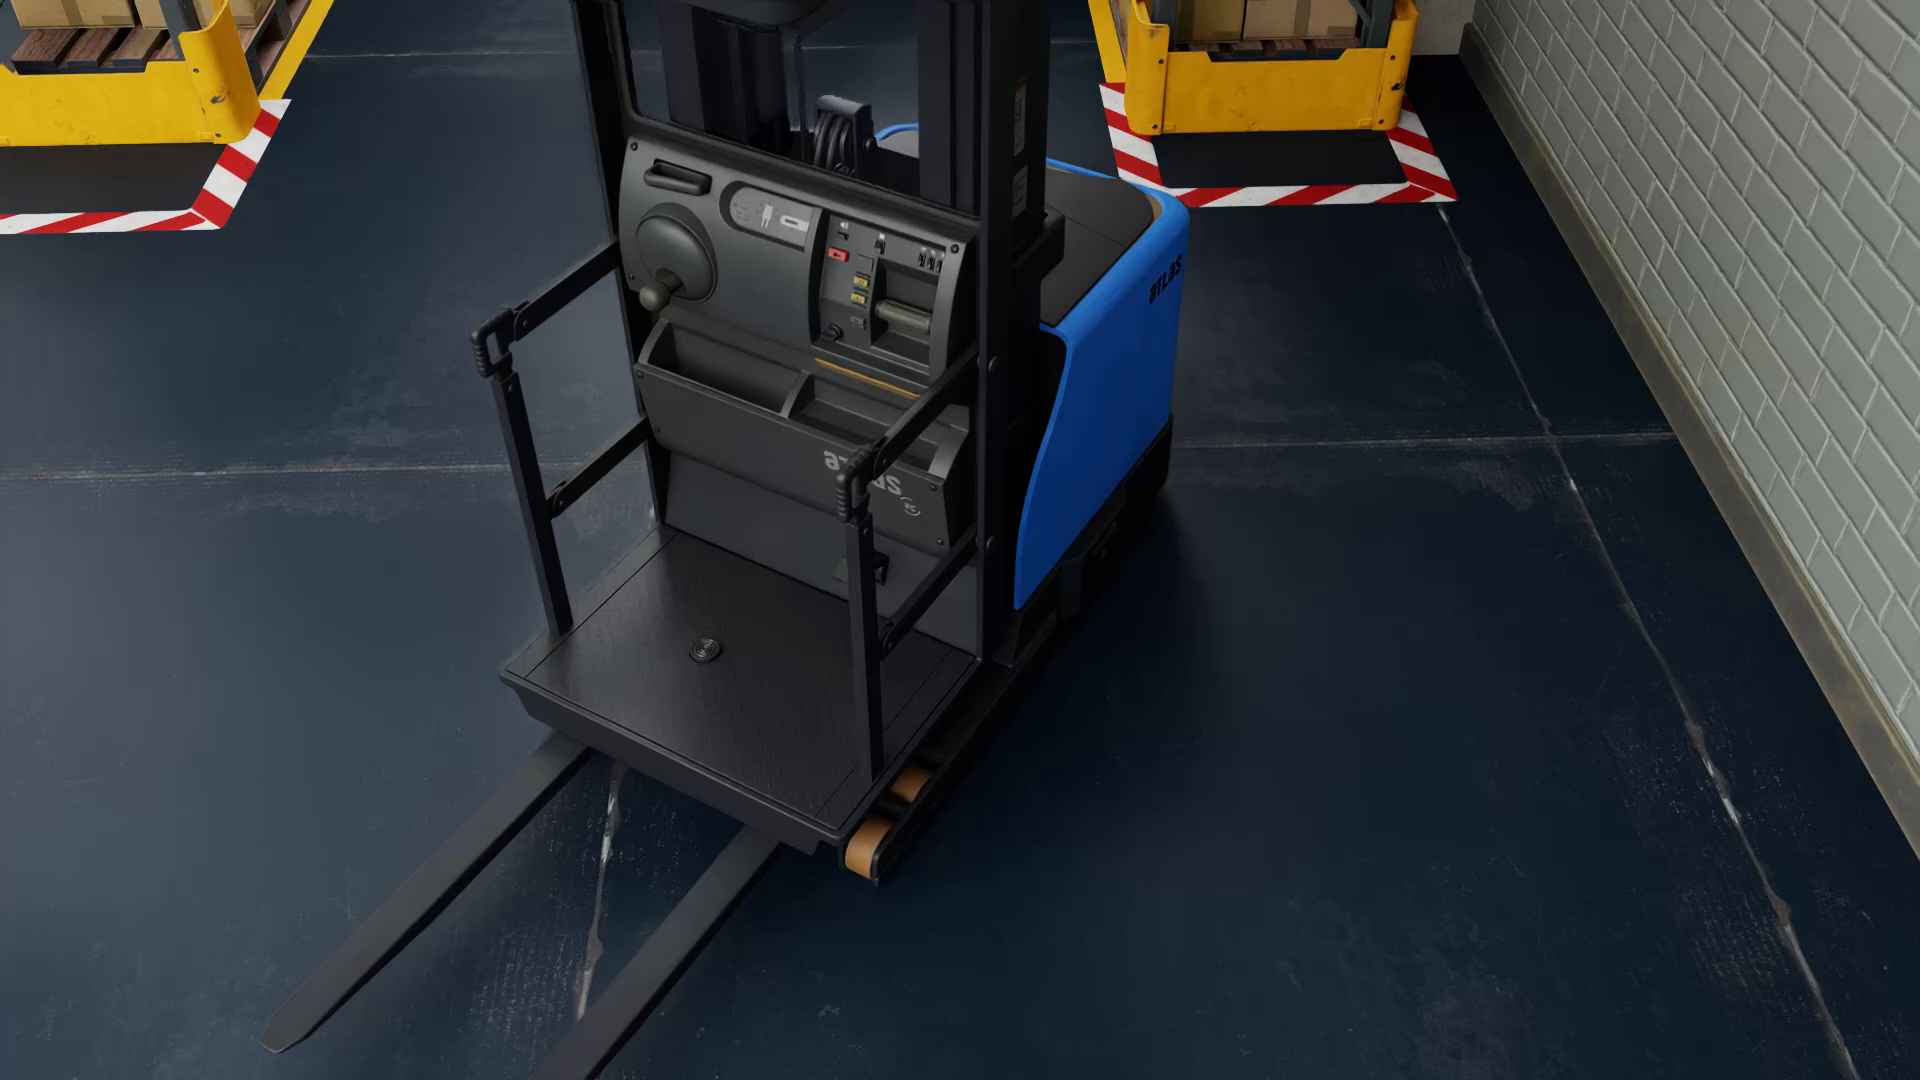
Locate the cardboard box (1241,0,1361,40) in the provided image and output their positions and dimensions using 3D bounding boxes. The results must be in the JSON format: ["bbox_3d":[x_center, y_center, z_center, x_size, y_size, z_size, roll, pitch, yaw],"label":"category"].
[{"bbox_3d":[1.487,-2.471,7.450,0.500,0.250,0.500,-1,43,-2],"label":"cardboard box"}]

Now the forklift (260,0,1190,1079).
[{"bbox_3d":[-0.509,-0.567,3.699,1.130,2.935,3.031,22,47,22],"label":"forklift"}]

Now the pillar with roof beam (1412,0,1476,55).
[{"bbox_3d":[-2.117,-5.577,4.674,9.100,9.000,0.400,-2,43,-2],"label":"pillar with roof beam"}]

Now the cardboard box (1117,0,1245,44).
[{"bbox_3d":[0.977,-2.442,7.419,0.500,0.250,0.500,-1,43,-1],"label":"cardboard box"}]

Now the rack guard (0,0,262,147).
[{"bbox_3d":[-3.649,-1.978,7.038,1.175,0.500,0.348,-2,43,-2],"label":"rack guard"}]

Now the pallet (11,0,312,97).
[{"bbox_3d":[-3.649,-2.421,7.735,1.003,0.211,1.213,-2,43,-2],"label":"pallet"}]

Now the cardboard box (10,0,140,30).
[{"bbox_3d":[-3.950,-2.543,7.529,0.500,0.250,0.500,-2,43,-2],"label":"cardboard box"}]

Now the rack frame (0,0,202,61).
[{"bbox_3d":[-3.646,-2.848,6.137,1.000,3.000,0.127,-2,43,-2],"label":"rack frame"}]

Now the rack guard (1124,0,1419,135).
[{"bbox_3d":[1.314,-2.055,7.122,1.175,0.500,0.348,-2,43,-2],"label":"rack guard"}]

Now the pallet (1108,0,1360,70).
[{"bbox_3d":[1.239,-2.480,7.799,1.003,0.211,1.213,-2,43,-2],"label":"pallet"}]

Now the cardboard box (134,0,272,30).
[{"bbox_3d":[-3.404,-2.542,7.527,0.500,0.250,0.500,-2,43,-2],"label":"cardboard box"}]

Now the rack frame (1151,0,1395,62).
[{"bbox_3d":[1.313,-2.993,6.295,1.000,3.000,0.127,-2,43,-2],"label":"rack frame"}]
